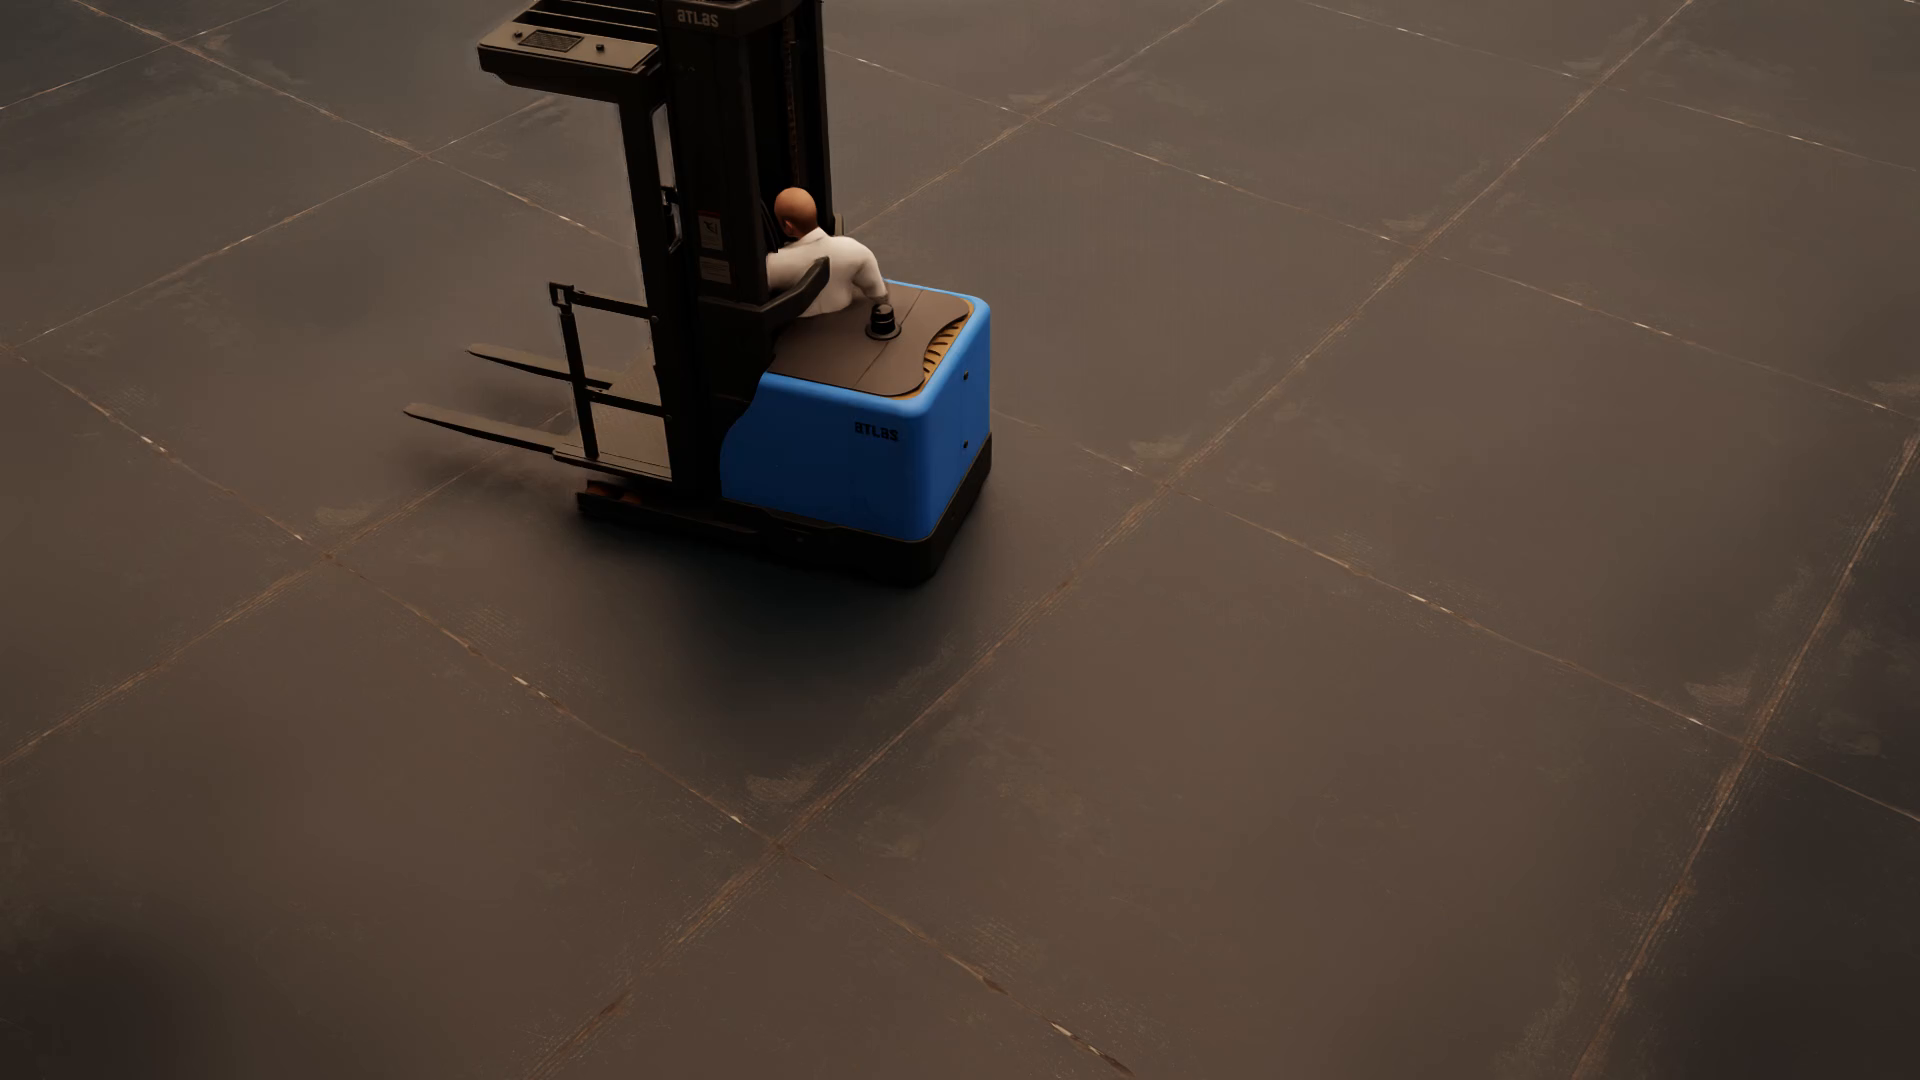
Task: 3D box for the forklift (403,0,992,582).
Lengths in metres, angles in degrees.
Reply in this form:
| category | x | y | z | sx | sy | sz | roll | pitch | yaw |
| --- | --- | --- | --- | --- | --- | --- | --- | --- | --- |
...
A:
| category | x | y | z | sx | sy | sz | roll | pitch | yaw |
| --- | --- | --- | --- | --- | --- | --- | --- | --- | --- |
| forklift | -1.410 | -1.500 | 7.833 | 3.031 | 2.935 | 1.130 | 13 | 42 | 15 |

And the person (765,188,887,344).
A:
| category | x | y | z | sx | sy | sz | roll | pitch | yaw |
| --- | --- | --- | --- | --- | --- | --- | --- | --- | --- |
| person | -0.730 | -1.048 | 8.252 | 0.803 | 1.704 | 0.756 | -16 | 43 | -18 |
